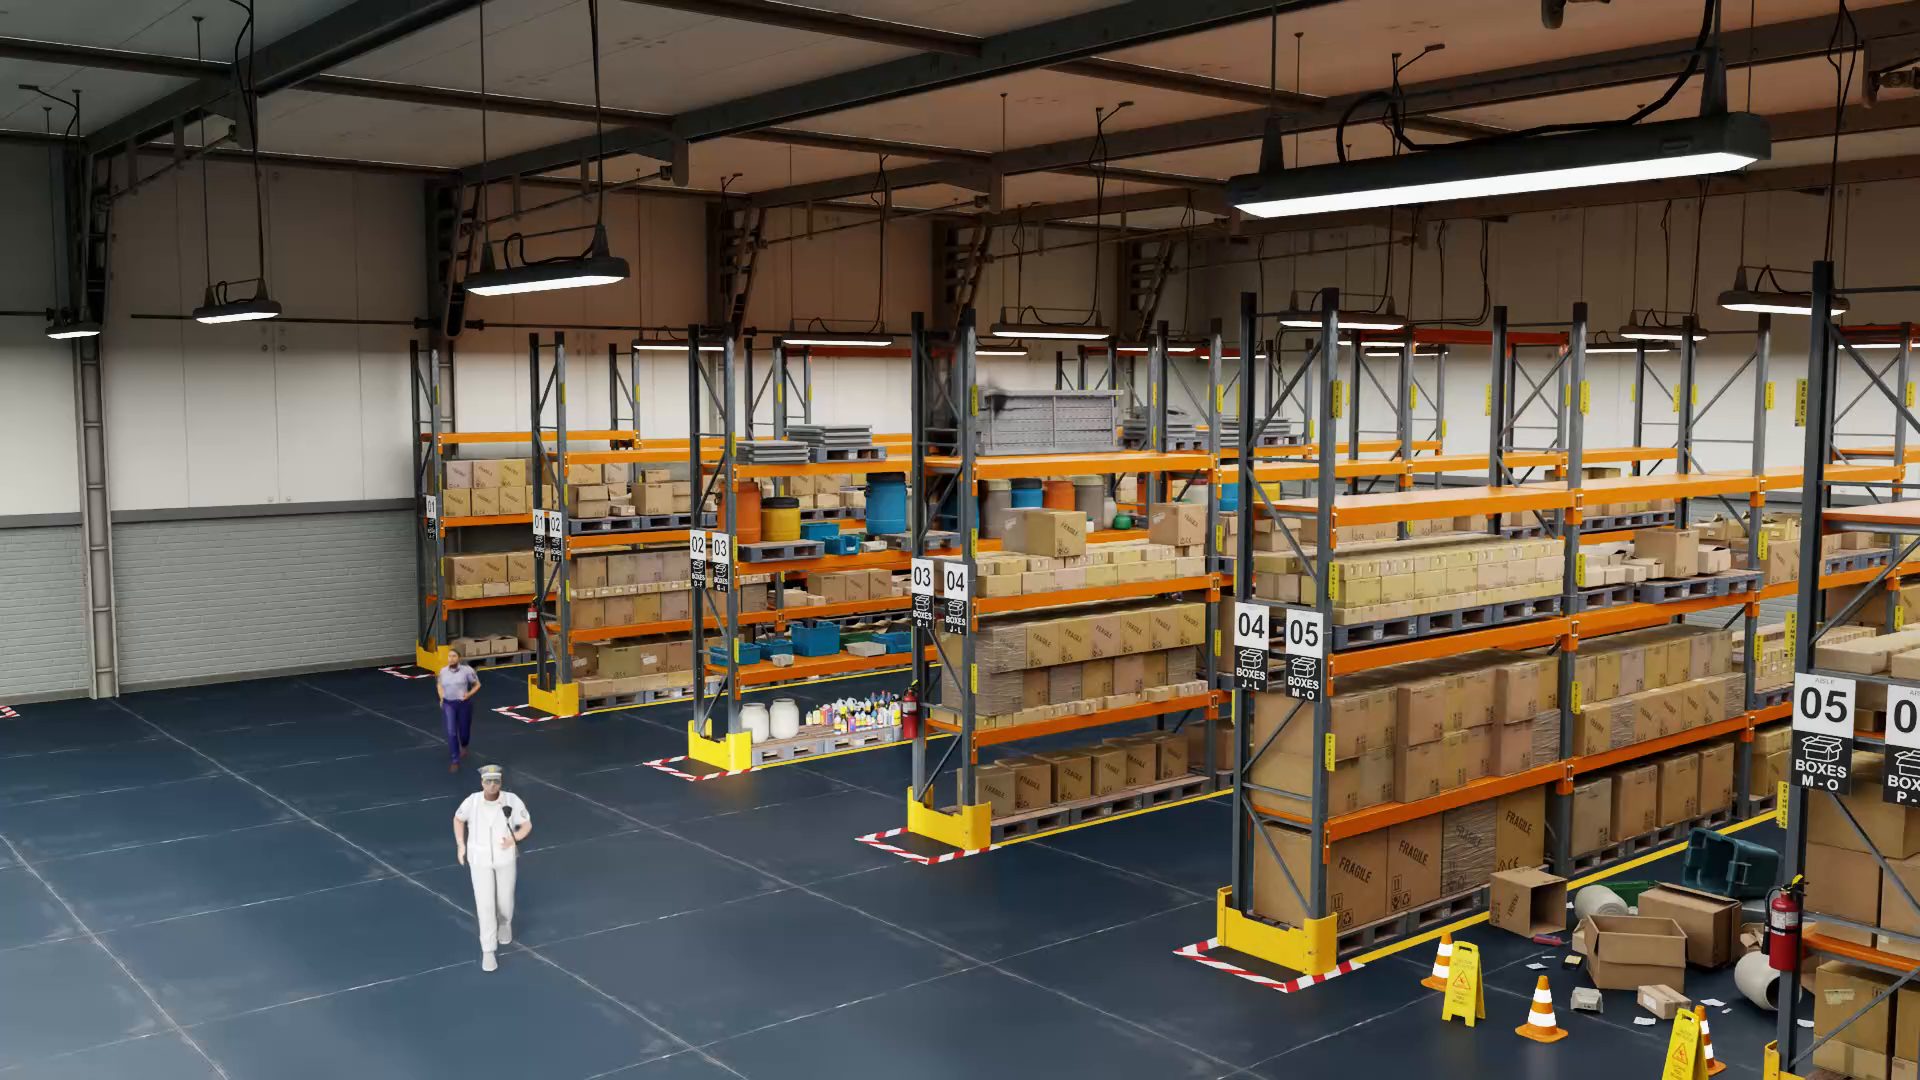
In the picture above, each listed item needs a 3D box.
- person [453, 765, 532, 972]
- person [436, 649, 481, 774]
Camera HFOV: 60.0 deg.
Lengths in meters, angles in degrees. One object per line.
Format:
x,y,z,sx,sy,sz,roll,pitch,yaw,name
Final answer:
-4.207,2.879,15.001,0.679,1.769,0.875,-2,6,-17,person
-6.799,2.282,22.542,0.601,1.648,0.776,-1,5,-8,person
